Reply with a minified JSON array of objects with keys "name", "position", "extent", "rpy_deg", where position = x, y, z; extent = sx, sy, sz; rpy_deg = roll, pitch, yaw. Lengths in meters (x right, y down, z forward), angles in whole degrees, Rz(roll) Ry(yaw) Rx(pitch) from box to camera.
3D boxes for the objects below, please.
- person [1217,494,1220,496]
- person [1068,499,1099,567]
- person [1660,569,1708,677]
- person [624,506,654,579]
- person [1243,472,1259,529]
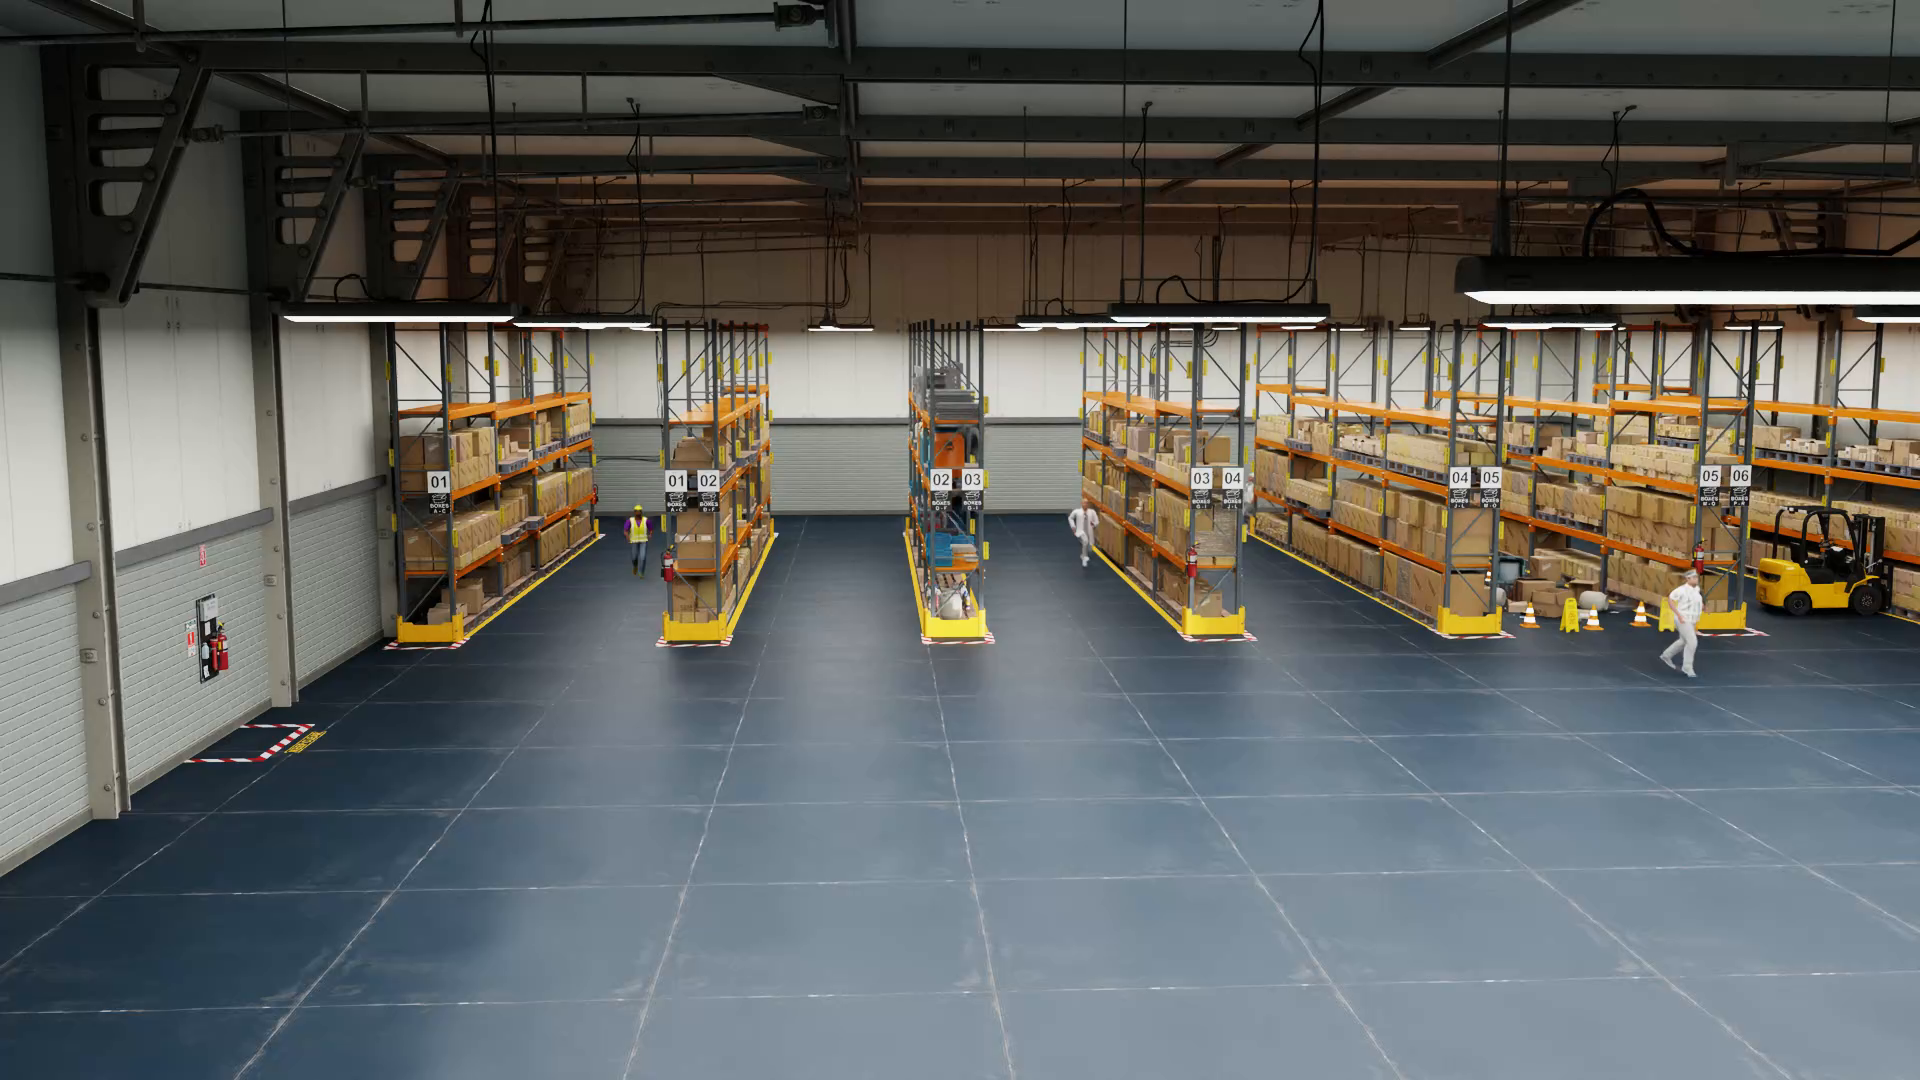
[{"name":"person","position":[7.142,-1.069,48.250],"extent":[0.801,1.665,0.774],"rpy_deg":[-4,8,-31]},{"name":"person","position":[3.006,-0.158,40.224],"extent":[0.716,1.699,1.016],"rpy_deg":[-1,7,-10]},{"name":"person","position":[12.250,1.390,28.173],"extent":[0.668,1.865,0.767],"rpy_deg":[-6,9,-40]},{"name":"person","position":[-7.538,0.047,39.073],"extent":[0.698,1.718,0.606],"rpy_deg":[-1,7,-11]},{"name":"person","position":[8.507,-1.144,48.829],"extent":[0.524,1.723,0.713],"rpy_deg":[-3,8,-21]}]
